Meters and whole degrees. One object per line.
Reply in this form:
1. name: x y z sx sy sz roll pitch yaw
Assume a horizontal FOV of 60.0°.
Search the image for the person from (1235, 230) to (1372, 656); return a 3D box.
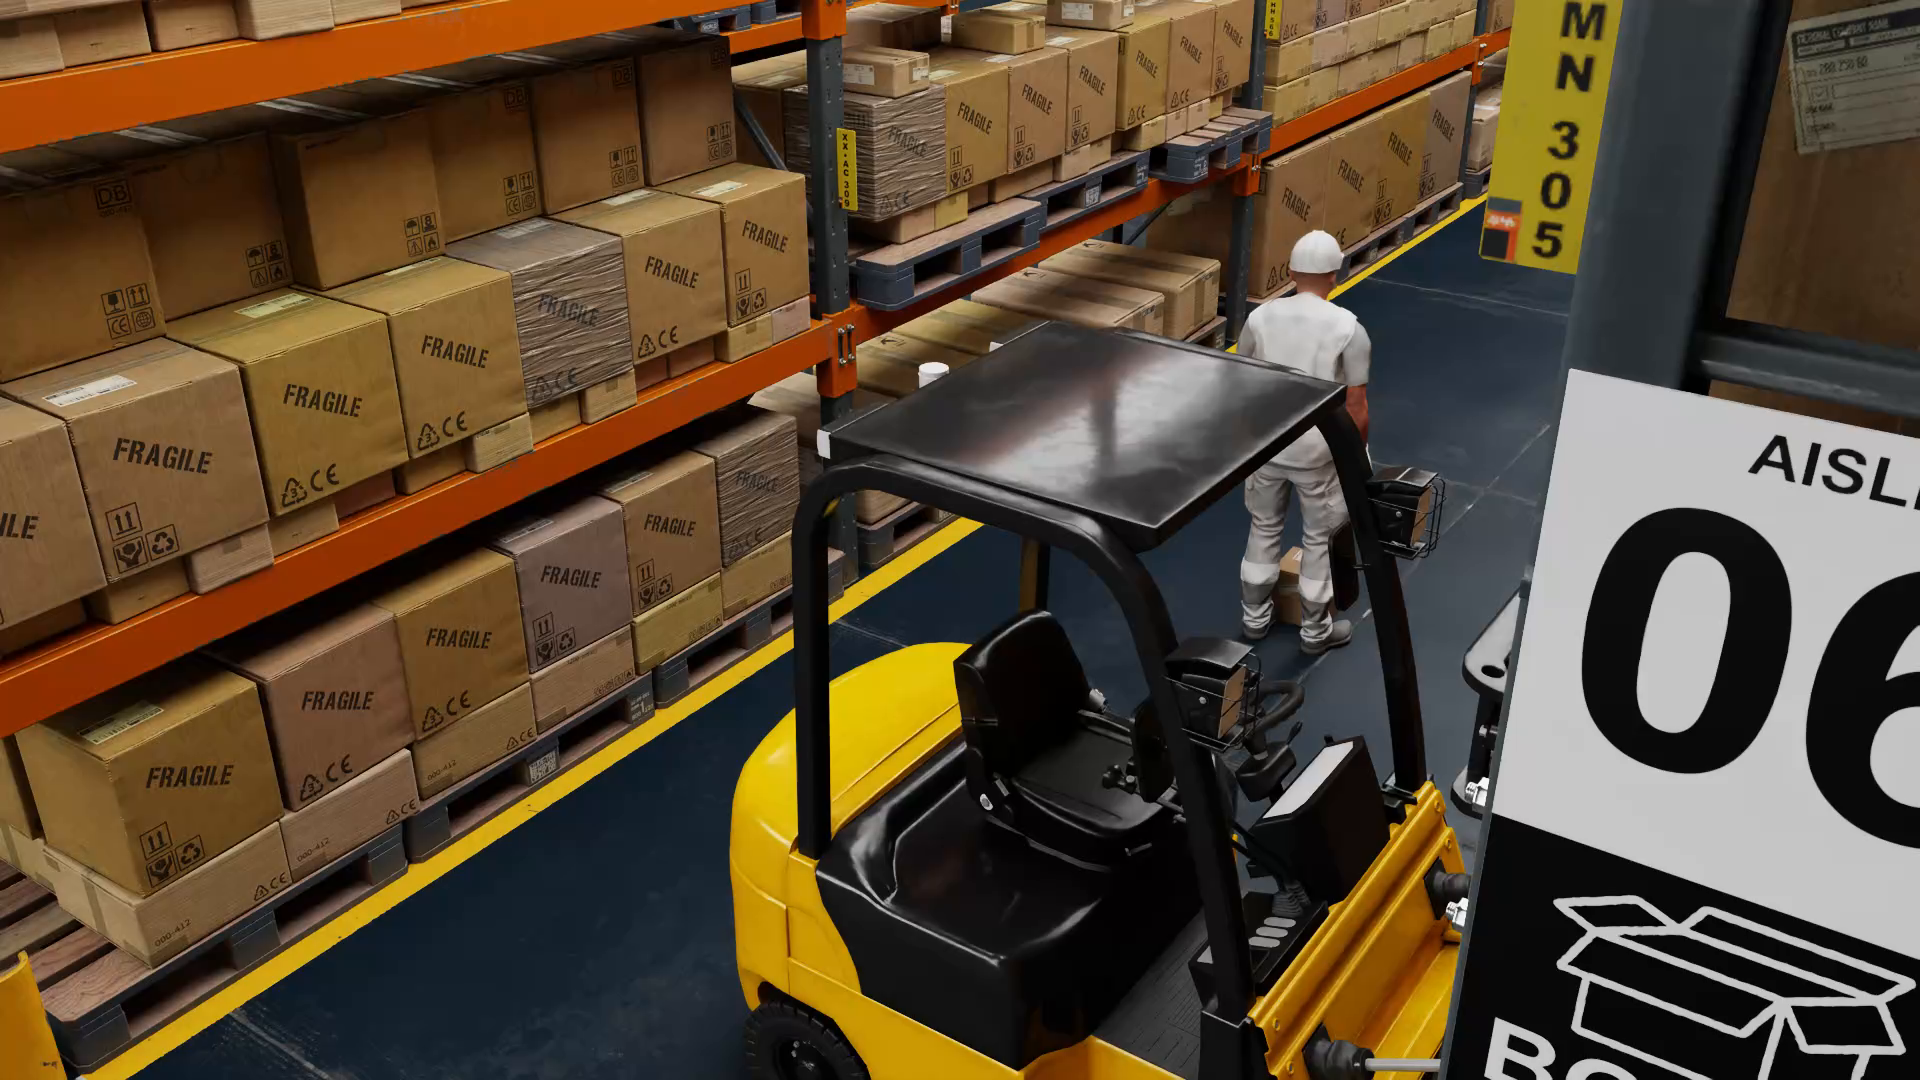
1. person: 1.398 -0.387 6.870 0.617 1.778 0.453 15 30 27
